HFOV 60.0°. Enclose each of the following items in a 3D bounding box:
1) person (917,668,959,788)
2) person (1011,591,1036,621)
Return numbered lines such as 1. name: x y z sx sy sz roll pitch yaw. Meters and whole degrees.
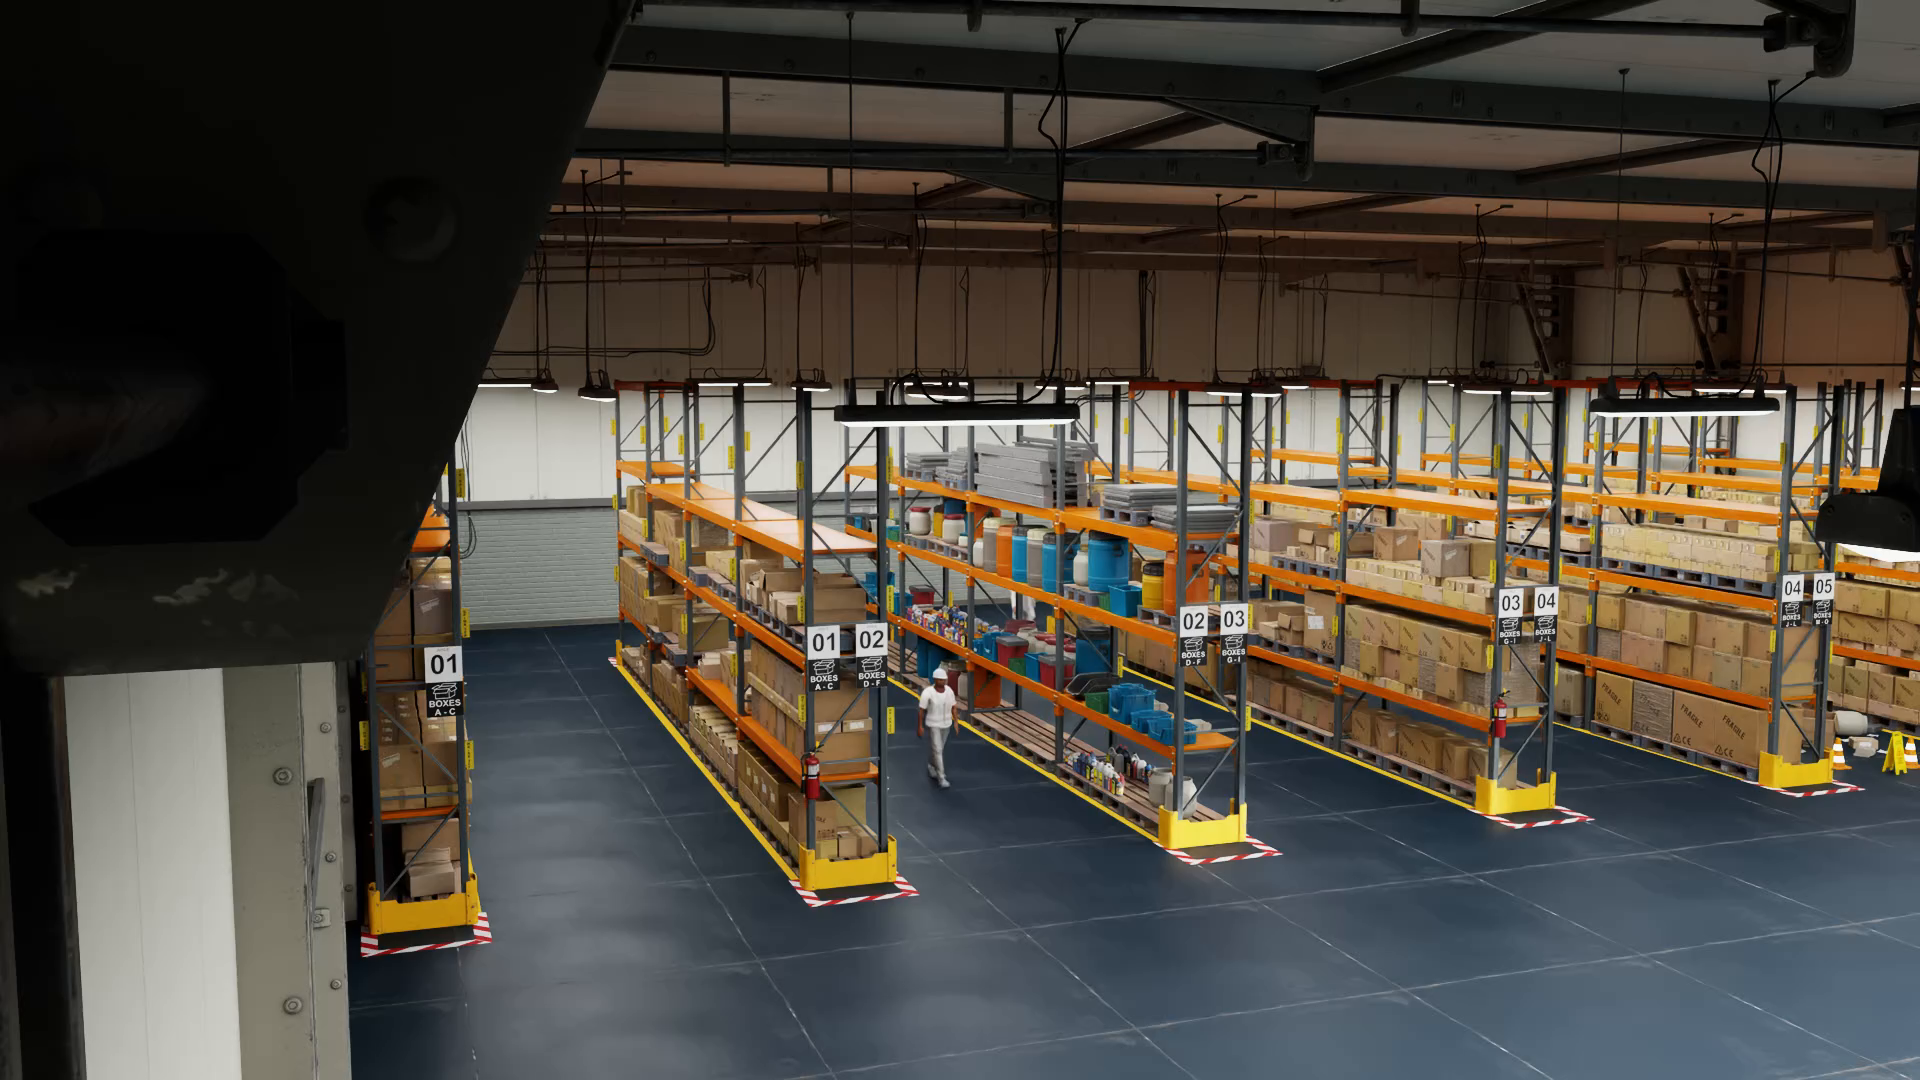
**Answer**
1. person: -0.288 2.799 25.110 0.609 1.715 0.962 -4 7 -36
2. person: 1.443 1.526 37.133 0.647 1.713 1.142 -2 6 -16
